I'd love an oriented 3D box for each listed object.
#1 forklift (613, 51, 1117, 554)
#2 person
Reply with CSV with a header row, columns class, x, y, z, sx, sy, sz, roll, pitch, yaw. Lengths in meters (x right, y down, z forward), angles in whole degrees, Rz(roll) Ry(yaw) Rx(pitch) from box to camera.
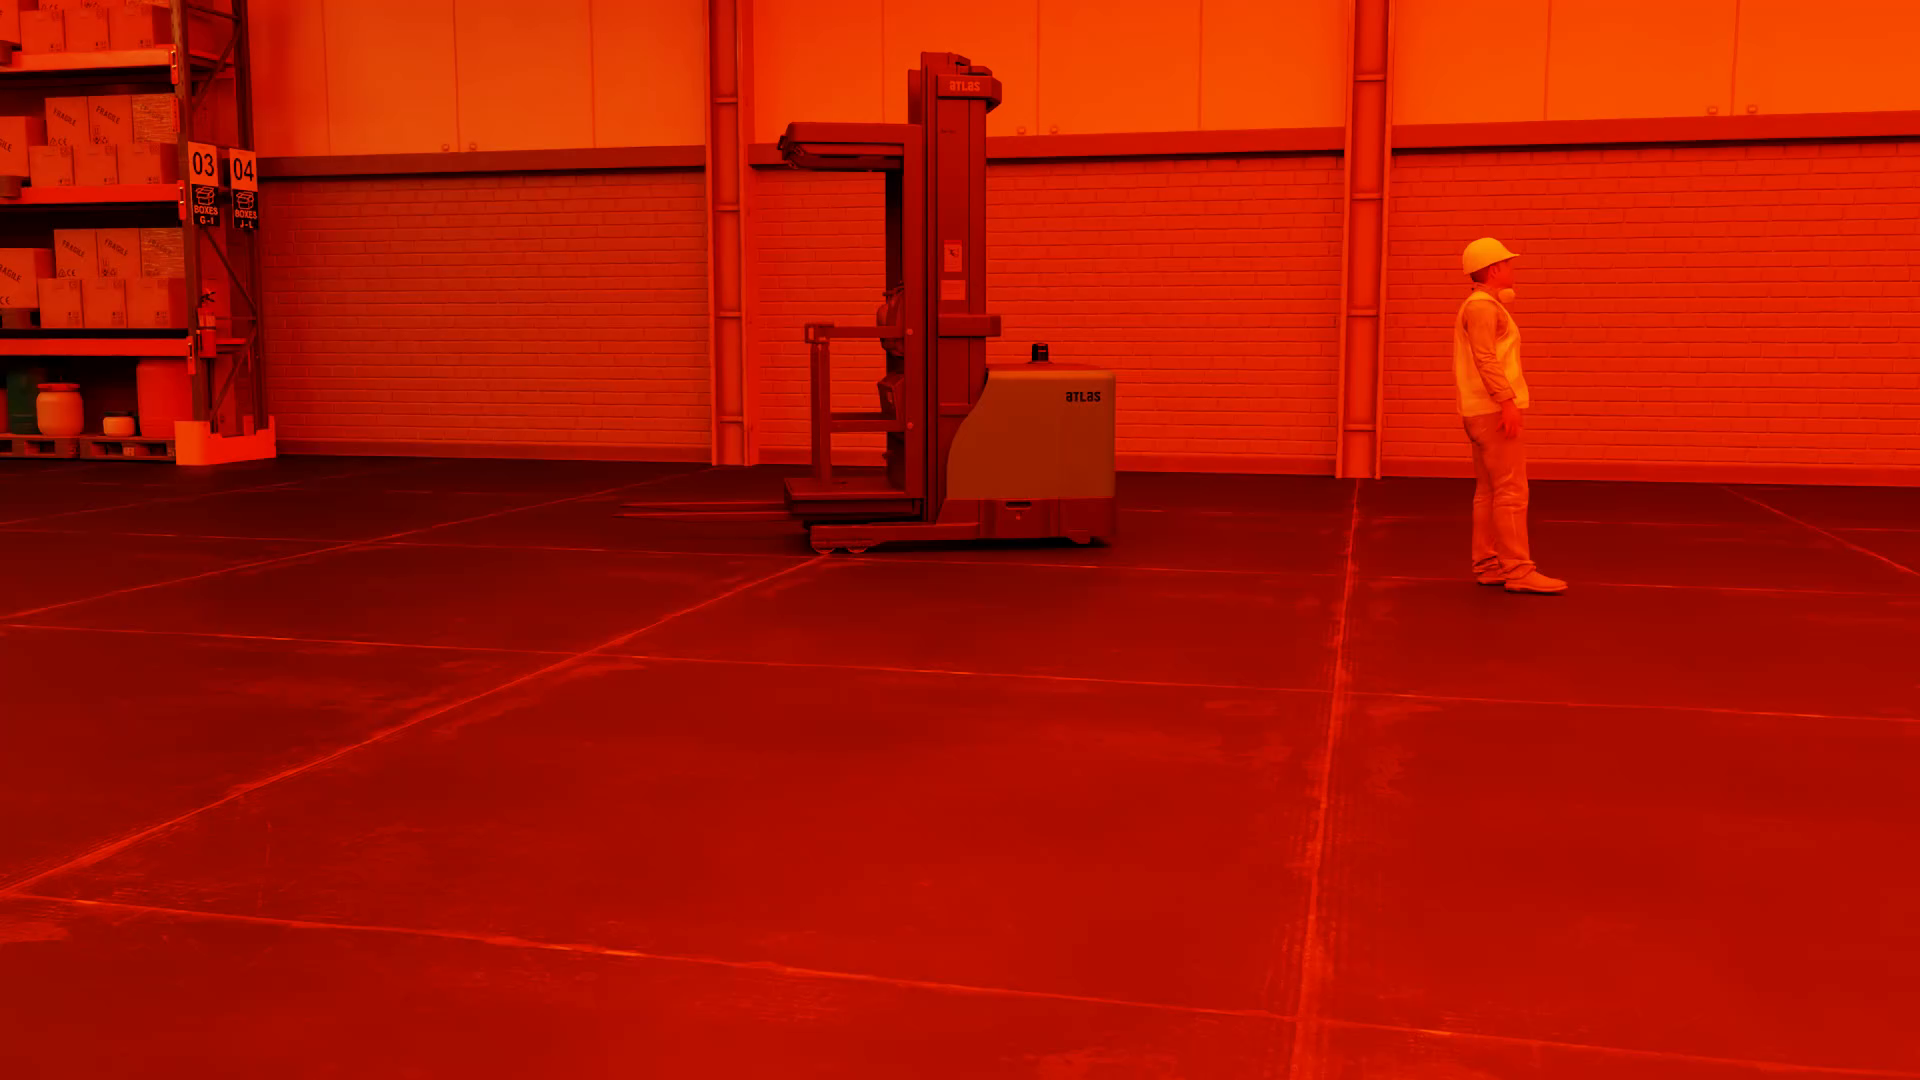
class,x,y,z,sx,sy,sz,roll,pitch,yaw
forklift,-0.602,-1.443,10.231,3.031,2.935,1.130,-1,7,-8
person,2.810,-0.653,8.522,0.567,1.775,0.634,1,7,11
